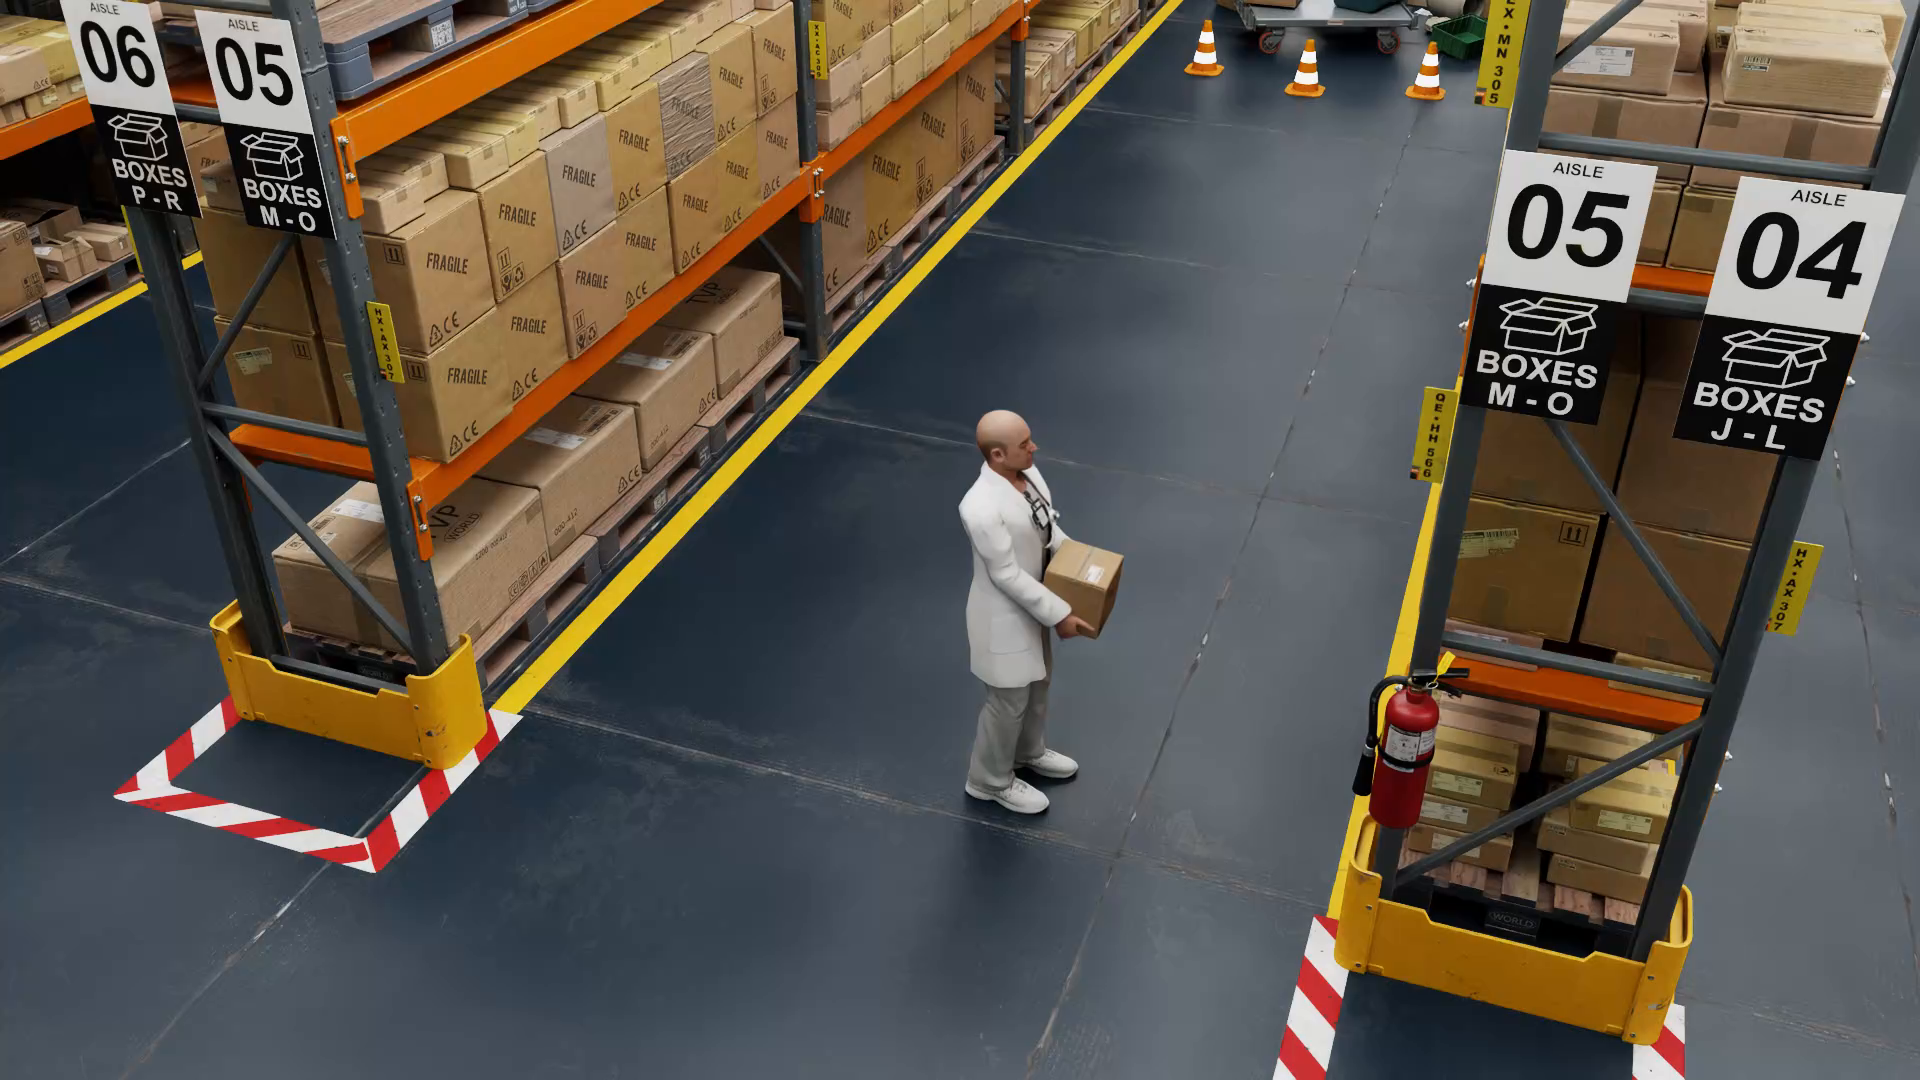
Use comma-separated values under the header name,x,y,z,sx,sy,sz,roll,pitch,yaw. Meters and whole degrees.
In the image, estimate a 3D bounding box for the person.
name,x,y,z,sx,sy,sz,roll,pitch,yaw
person,7.833,-1.824,9.986,11.876,1.775,13.168,12,35,17
